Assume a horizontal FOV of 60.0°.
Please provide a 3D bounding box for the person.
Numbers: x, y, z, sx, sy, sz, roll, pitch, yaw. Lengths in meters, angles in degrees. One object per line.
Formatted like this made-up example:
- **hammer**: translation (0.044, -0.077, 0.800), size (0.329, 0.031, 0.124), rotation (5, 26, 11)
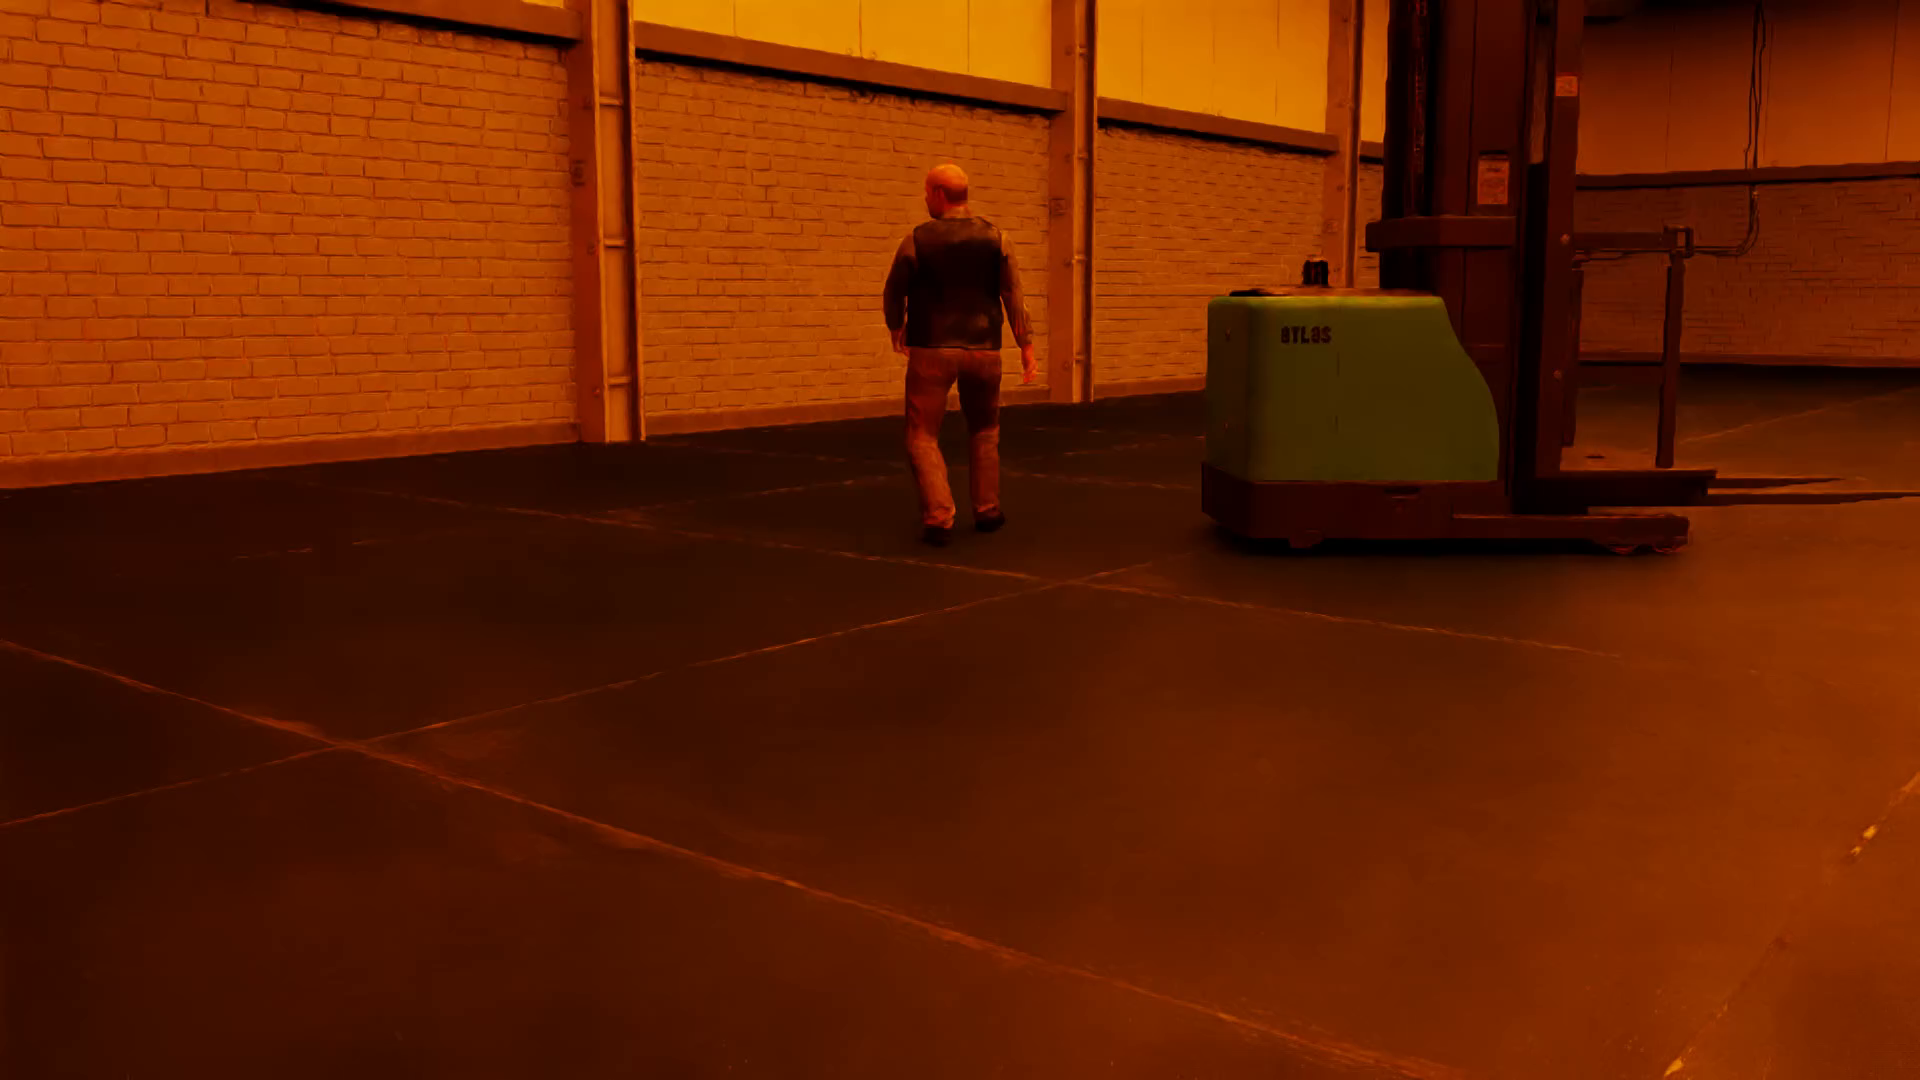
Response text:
- **person**: translation (0.006, -0.843, 7.495), size (0.662, 1.659, 0.723), rotation (-3, 9, -20)

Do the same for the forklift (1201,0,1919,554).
- **forklift**: translation (2.674, -1.468, 7.316), size (3.031, 2.935, 1.130), rotation (0, 8, -3)
